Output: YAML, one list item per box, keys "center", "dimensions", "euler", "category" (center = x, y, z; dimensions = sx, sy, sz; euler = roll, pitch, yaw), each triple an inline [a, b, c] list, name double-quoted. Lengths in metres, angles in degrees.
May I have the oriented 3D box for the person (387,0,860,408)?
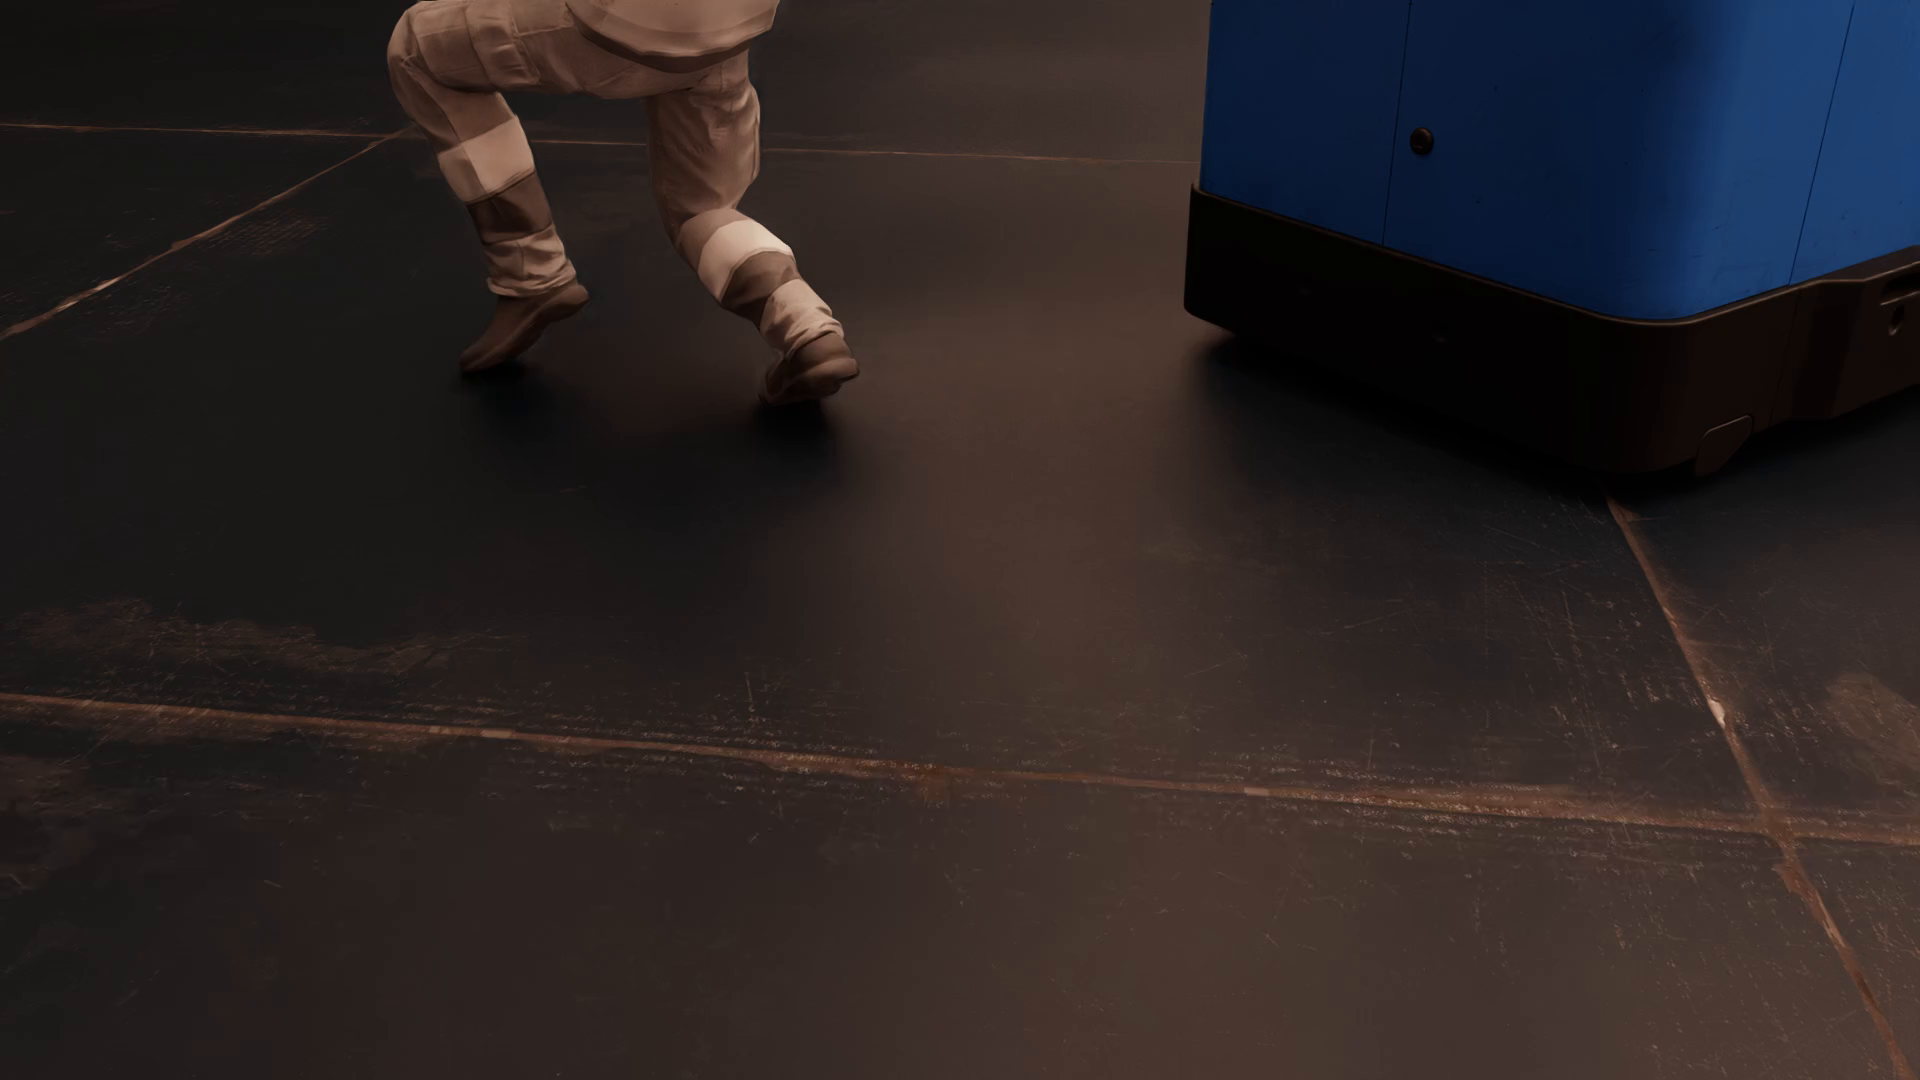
- center: [-0.674, -0.848, 2.513]
  dimensions: [0.890, 1.533, 1.096]
  euler: [13, 29, 25]
  category: "person"

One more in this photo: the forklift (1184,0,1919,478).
- center: [1.935, -1.911, 3.047]
  dimensions: [3.031, 2.935, 1.130]
  euler: [-18, 31, -31]
  category: "forklift"
